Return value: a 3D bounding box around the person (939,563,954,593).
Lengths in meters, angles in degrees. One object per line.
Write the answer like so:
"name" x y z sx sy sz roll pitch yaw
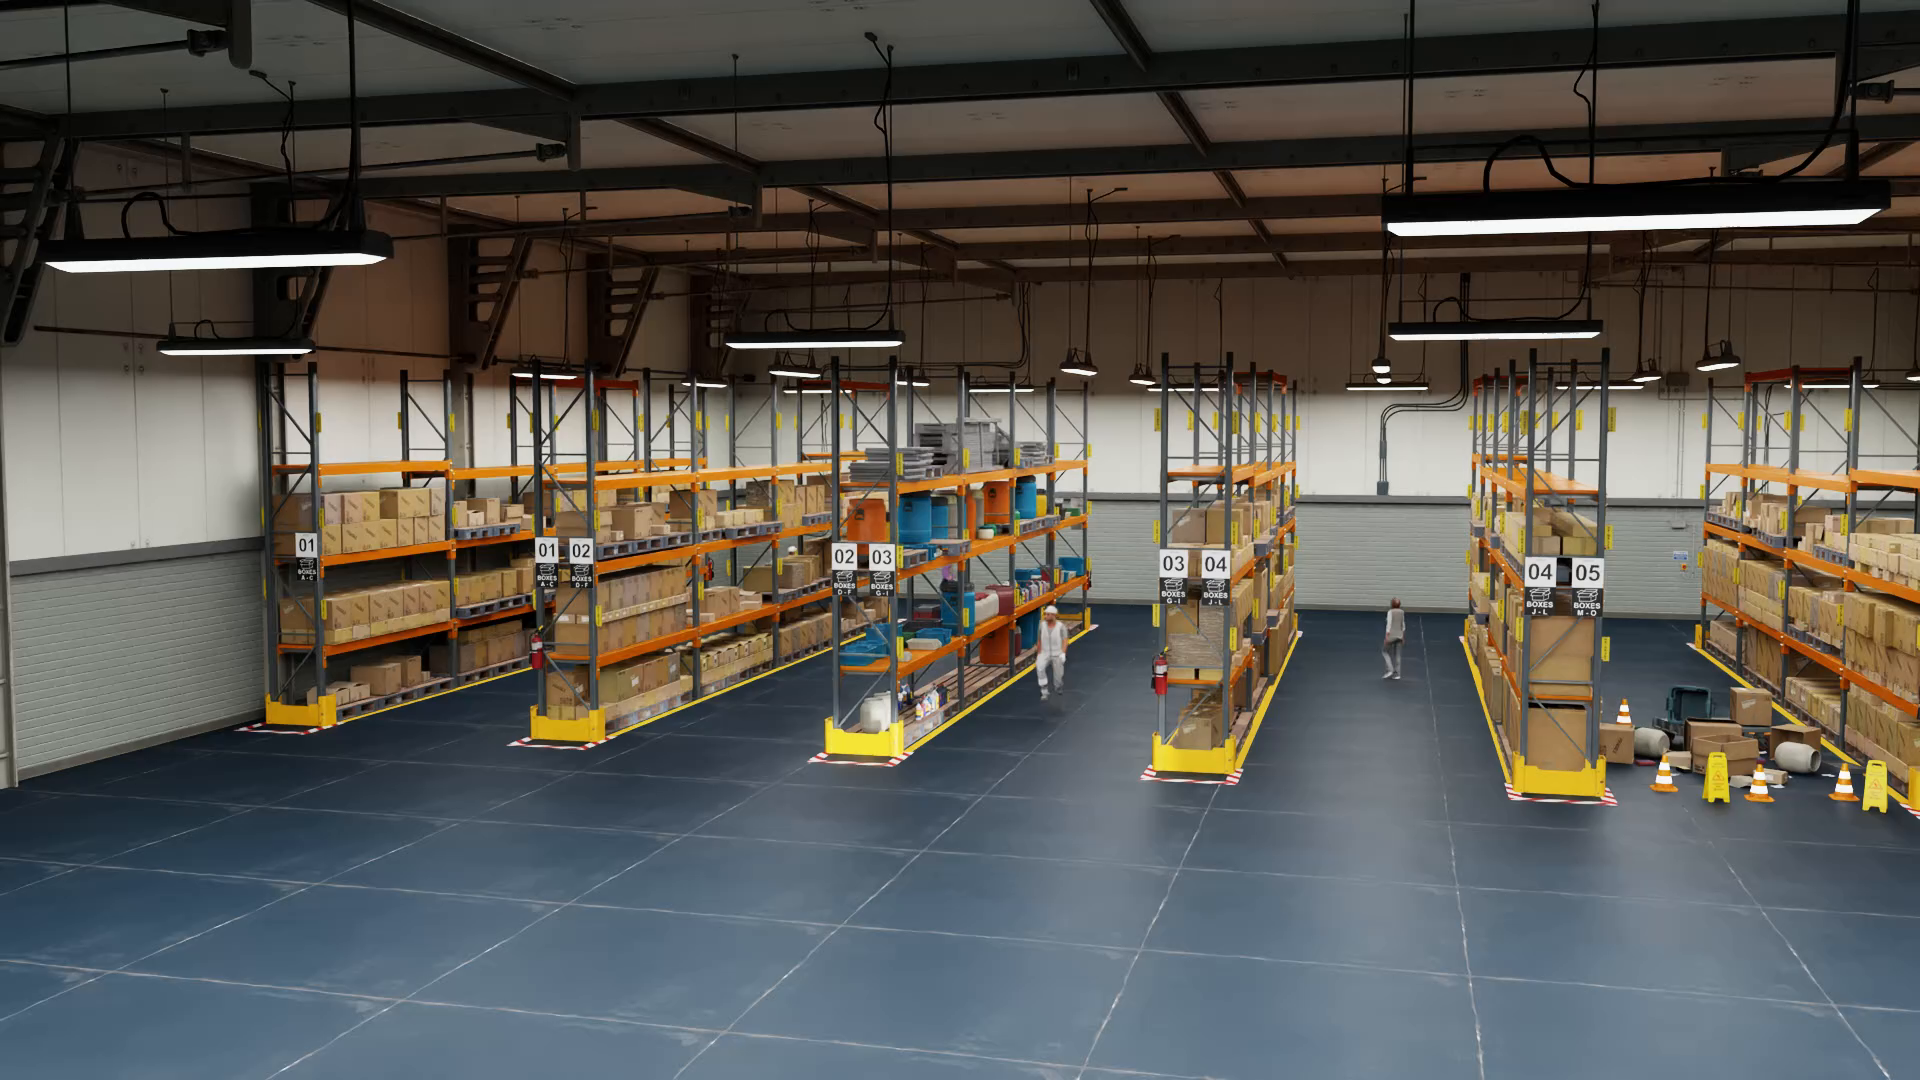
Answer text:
"person" -0.330 1.055 44.643 0.424 1.575 0.429 -2 5 -30

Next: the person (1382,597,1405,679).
"person" 8.497 1.925 32.496 0.446 1.612 0.372 -1 4 -19

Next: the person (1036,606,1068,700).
"person" 1.571 1.928 28.593 0.565 1.577 0.997 1 4 12

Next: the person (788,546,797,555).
"person" -4.413 1.050 43.419 0.481 1.763 0.605 1 4 10
